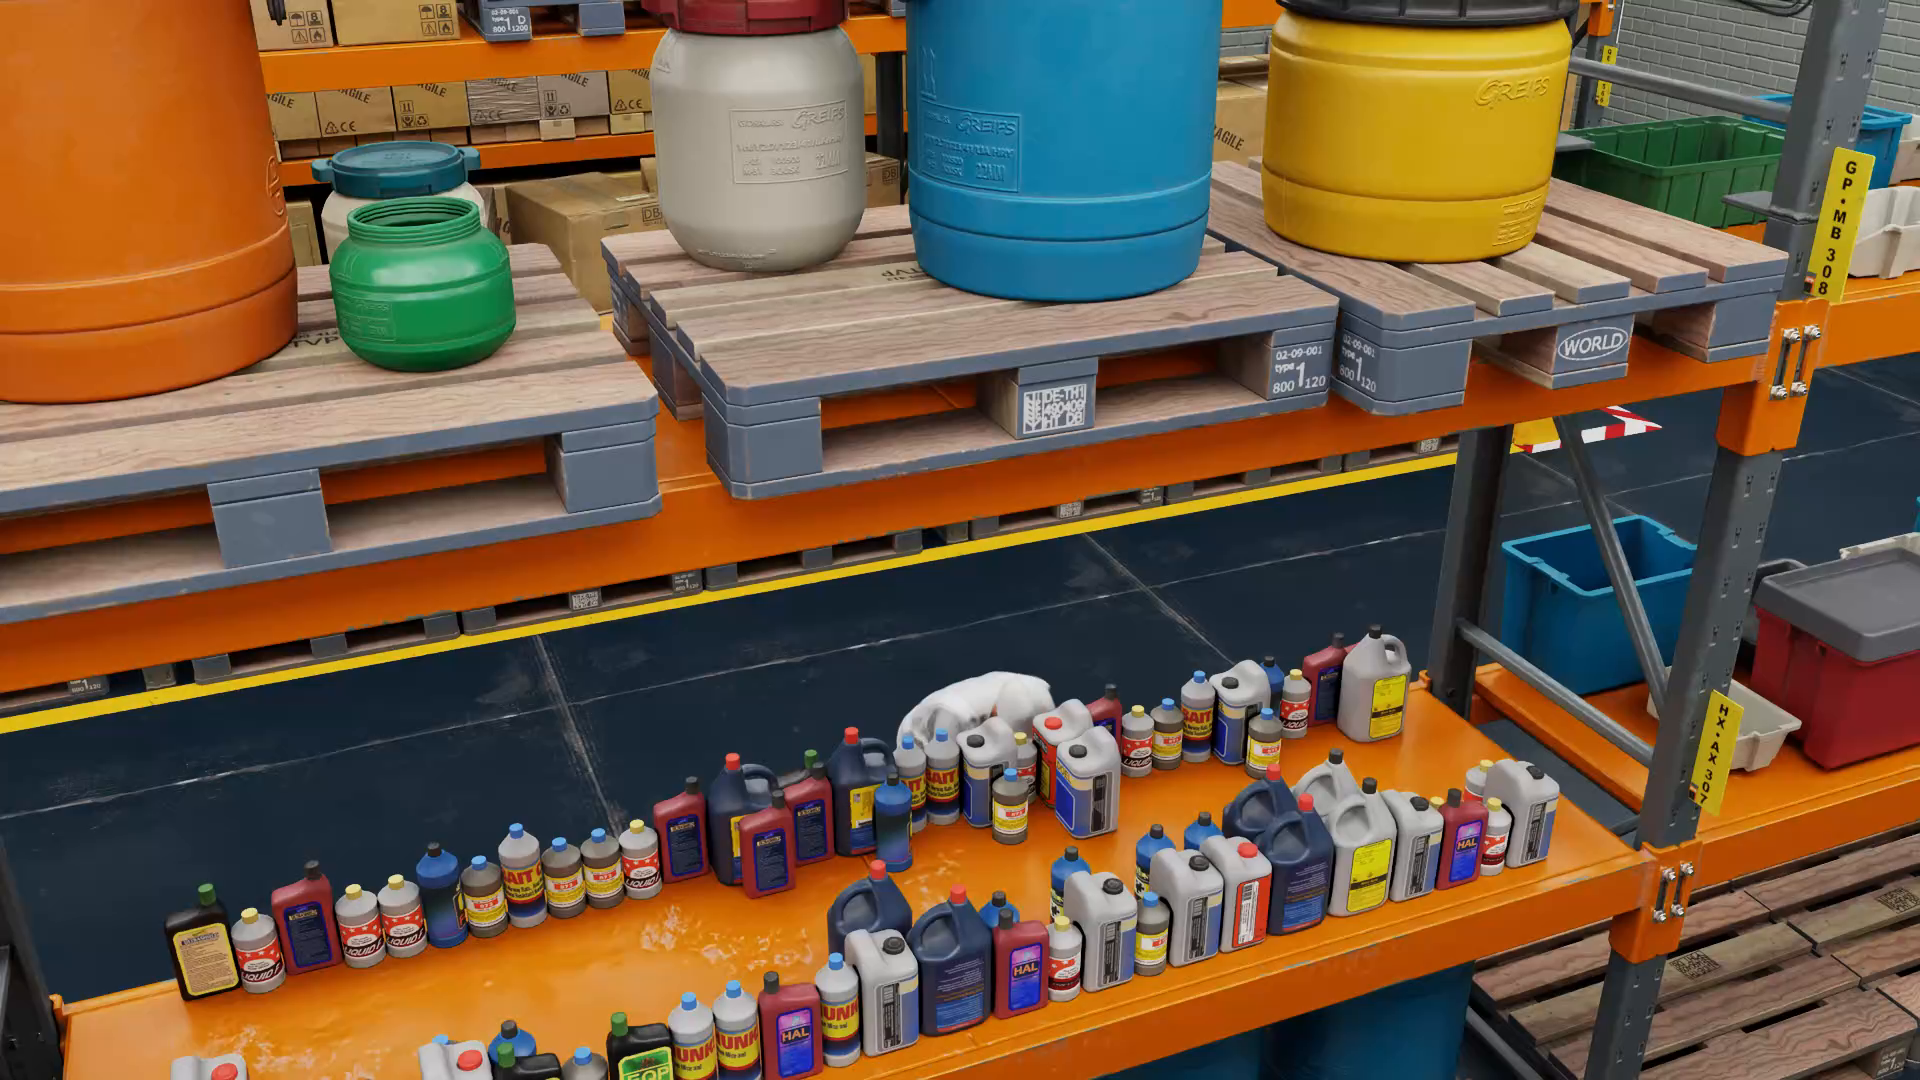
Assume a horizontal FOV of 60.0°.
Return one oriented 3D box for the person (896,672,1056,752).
[{"bbox_3d":[0.093,0.847,6.246,0.552,0.998,0.881,-11,28,-21],"label":"person"}]
